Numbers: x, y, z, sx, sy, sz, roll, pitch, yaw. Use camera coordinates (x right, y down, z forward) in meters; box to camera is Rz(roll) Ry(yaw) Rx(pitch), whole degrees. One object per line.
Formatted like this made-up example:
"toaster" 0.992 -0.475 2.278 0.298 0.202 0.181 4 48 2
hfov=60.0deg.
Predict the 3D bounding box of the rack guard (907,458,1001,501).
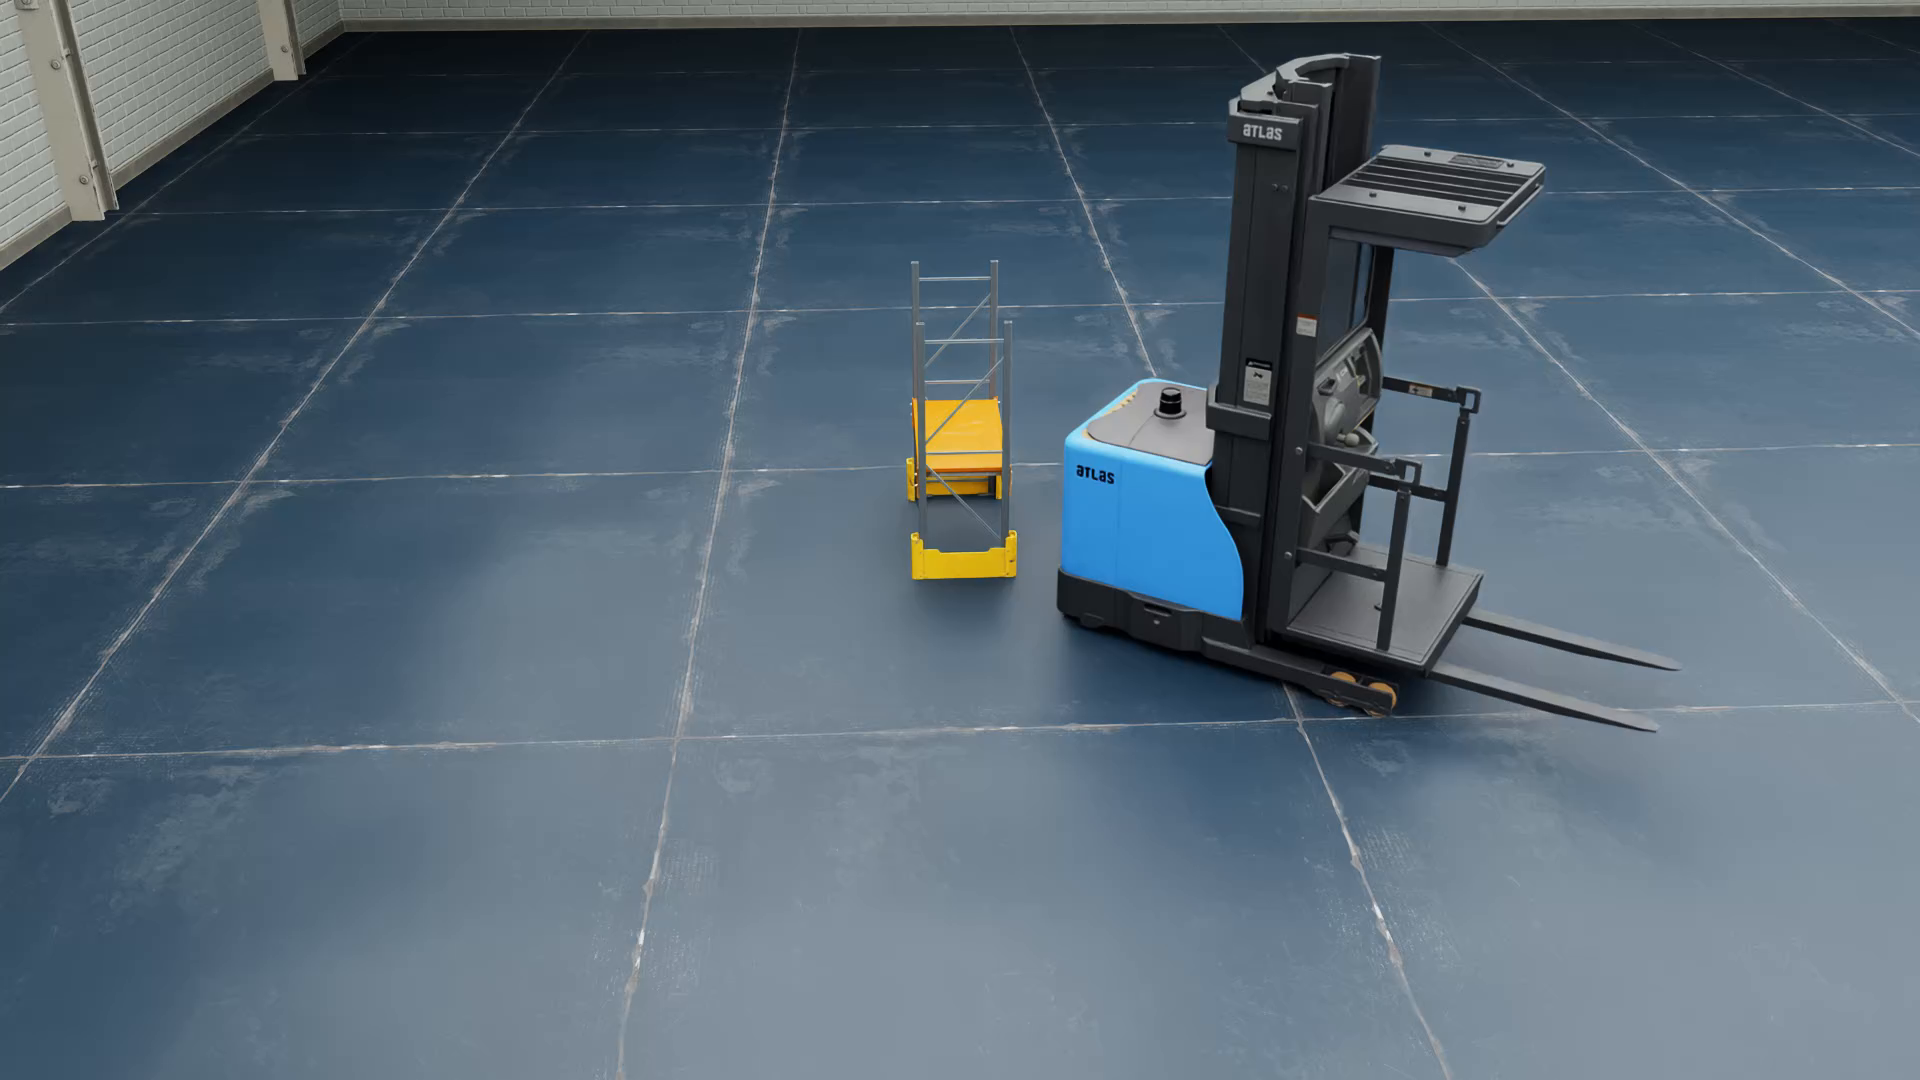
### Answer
"rack guard" -0.030 -0.376 10.201 0.587 0.250 0.087 -1 28 -3

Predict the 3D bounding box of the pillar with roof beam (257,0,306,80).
"pillar with roof beam" -4.142 -9.922 19.043 9.100 9.000 0.400 -1 28 -3

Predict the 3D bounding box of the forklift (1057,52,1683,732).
"forklift" 2.049 -0.717 7.955 3.031 2.935 1.130 15 31 27

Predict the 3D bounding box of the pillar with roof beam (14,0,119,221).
"pillar with roof beam" -3.828 -7.151 13.730 9.100 9.000 0.400 -1 28 -3

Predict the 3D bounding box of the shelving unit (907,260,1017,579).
"shelving unit" -0.004 -0.700 9.471 0.587 1.500 1.083 -1 28 -3

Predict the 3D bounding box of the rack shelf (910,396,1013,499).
"rack shelf" -0.004 -0.545 9.562 0.538 0.185 1.000 -1 28 -3

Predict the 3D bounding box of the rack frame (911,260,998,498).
"rack frame" -0.031 -0.939 9.929 0.500 1.500 0.032 -1 28 -3

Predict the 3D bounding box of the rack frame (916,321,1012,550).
"rack frame" 0.022 -0.470 9.029 0.500 1.500 0.032 -1 28 -3

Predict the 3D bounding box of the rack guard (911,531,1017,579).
"rack guard" 0.022 0.084 9.319 0.587 0.250 0.087 -1 28 -3
